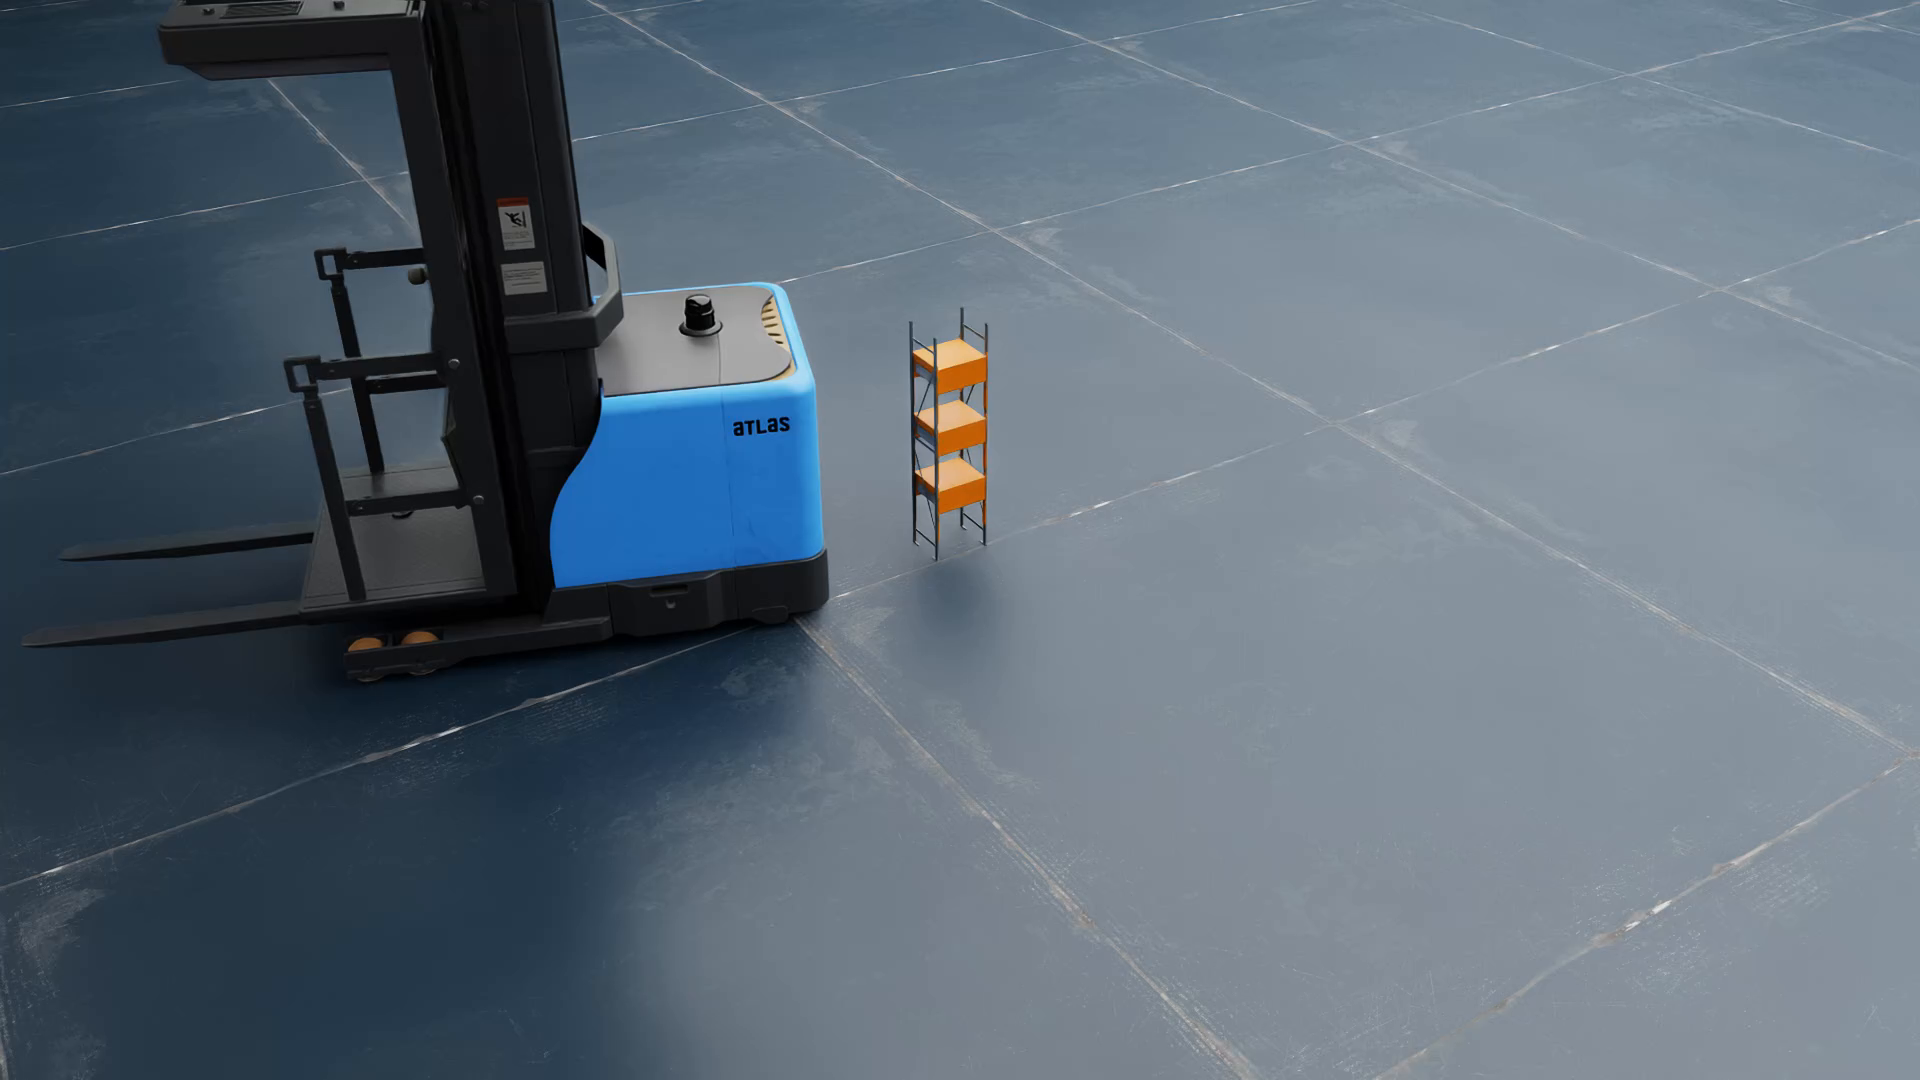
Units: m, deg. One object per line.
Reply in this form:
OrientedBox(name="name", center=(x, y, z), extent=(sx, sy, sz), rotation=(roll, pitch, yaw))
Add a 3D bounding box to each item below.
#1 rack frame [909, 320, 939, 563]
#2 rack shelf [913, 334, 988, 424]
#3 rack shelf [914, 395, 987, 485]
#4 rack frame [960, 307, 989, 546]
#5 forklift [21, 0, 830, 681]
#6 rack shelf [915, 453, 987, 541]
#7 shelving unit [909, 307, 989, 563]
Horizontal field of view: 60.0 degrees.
OrientedBox(name="rack frame", center=(-0.148, -0.393, 6.889), extent=(0.008, 1.050, 0.200), rotation=(-19, 37, -27))
OrientedBox(name="rack shelf", center=(-0.045, -0.660, 6.800), extent=(0.240, 0.259, 0.215), rotation=(-19, 37, -27))
OrientedBox(name="rack shelf", center=(-0.045, -0.420, 6.951), extent=(0.240, 0.259, 0.215), rotation=(-19, 37, -27))
OrientedBox(name="rack frame", center=(0.058, -0.464, 7.001), extent=(0.008, 1.050, 0.200), rotation=(-19, 37, -27))
OrientedBox(name="forklift", center=(-2.102, -1.006, 6.097), extent=(3.031, 2.935, 1.130), rotation=(-7, 33, -10))
OrientedBox(name="rack shelf", center=(-0.045, -0.185, 7.099), extent=(0.240, 0.259, 0.215), rotation=(-19, 37, -27))
OrientedBox(name="shelving unit", center=(-0.045, -0.429, 6.945), extent=(0.252, 1.050, 0.215), rotation=(-19, 37, -27))
